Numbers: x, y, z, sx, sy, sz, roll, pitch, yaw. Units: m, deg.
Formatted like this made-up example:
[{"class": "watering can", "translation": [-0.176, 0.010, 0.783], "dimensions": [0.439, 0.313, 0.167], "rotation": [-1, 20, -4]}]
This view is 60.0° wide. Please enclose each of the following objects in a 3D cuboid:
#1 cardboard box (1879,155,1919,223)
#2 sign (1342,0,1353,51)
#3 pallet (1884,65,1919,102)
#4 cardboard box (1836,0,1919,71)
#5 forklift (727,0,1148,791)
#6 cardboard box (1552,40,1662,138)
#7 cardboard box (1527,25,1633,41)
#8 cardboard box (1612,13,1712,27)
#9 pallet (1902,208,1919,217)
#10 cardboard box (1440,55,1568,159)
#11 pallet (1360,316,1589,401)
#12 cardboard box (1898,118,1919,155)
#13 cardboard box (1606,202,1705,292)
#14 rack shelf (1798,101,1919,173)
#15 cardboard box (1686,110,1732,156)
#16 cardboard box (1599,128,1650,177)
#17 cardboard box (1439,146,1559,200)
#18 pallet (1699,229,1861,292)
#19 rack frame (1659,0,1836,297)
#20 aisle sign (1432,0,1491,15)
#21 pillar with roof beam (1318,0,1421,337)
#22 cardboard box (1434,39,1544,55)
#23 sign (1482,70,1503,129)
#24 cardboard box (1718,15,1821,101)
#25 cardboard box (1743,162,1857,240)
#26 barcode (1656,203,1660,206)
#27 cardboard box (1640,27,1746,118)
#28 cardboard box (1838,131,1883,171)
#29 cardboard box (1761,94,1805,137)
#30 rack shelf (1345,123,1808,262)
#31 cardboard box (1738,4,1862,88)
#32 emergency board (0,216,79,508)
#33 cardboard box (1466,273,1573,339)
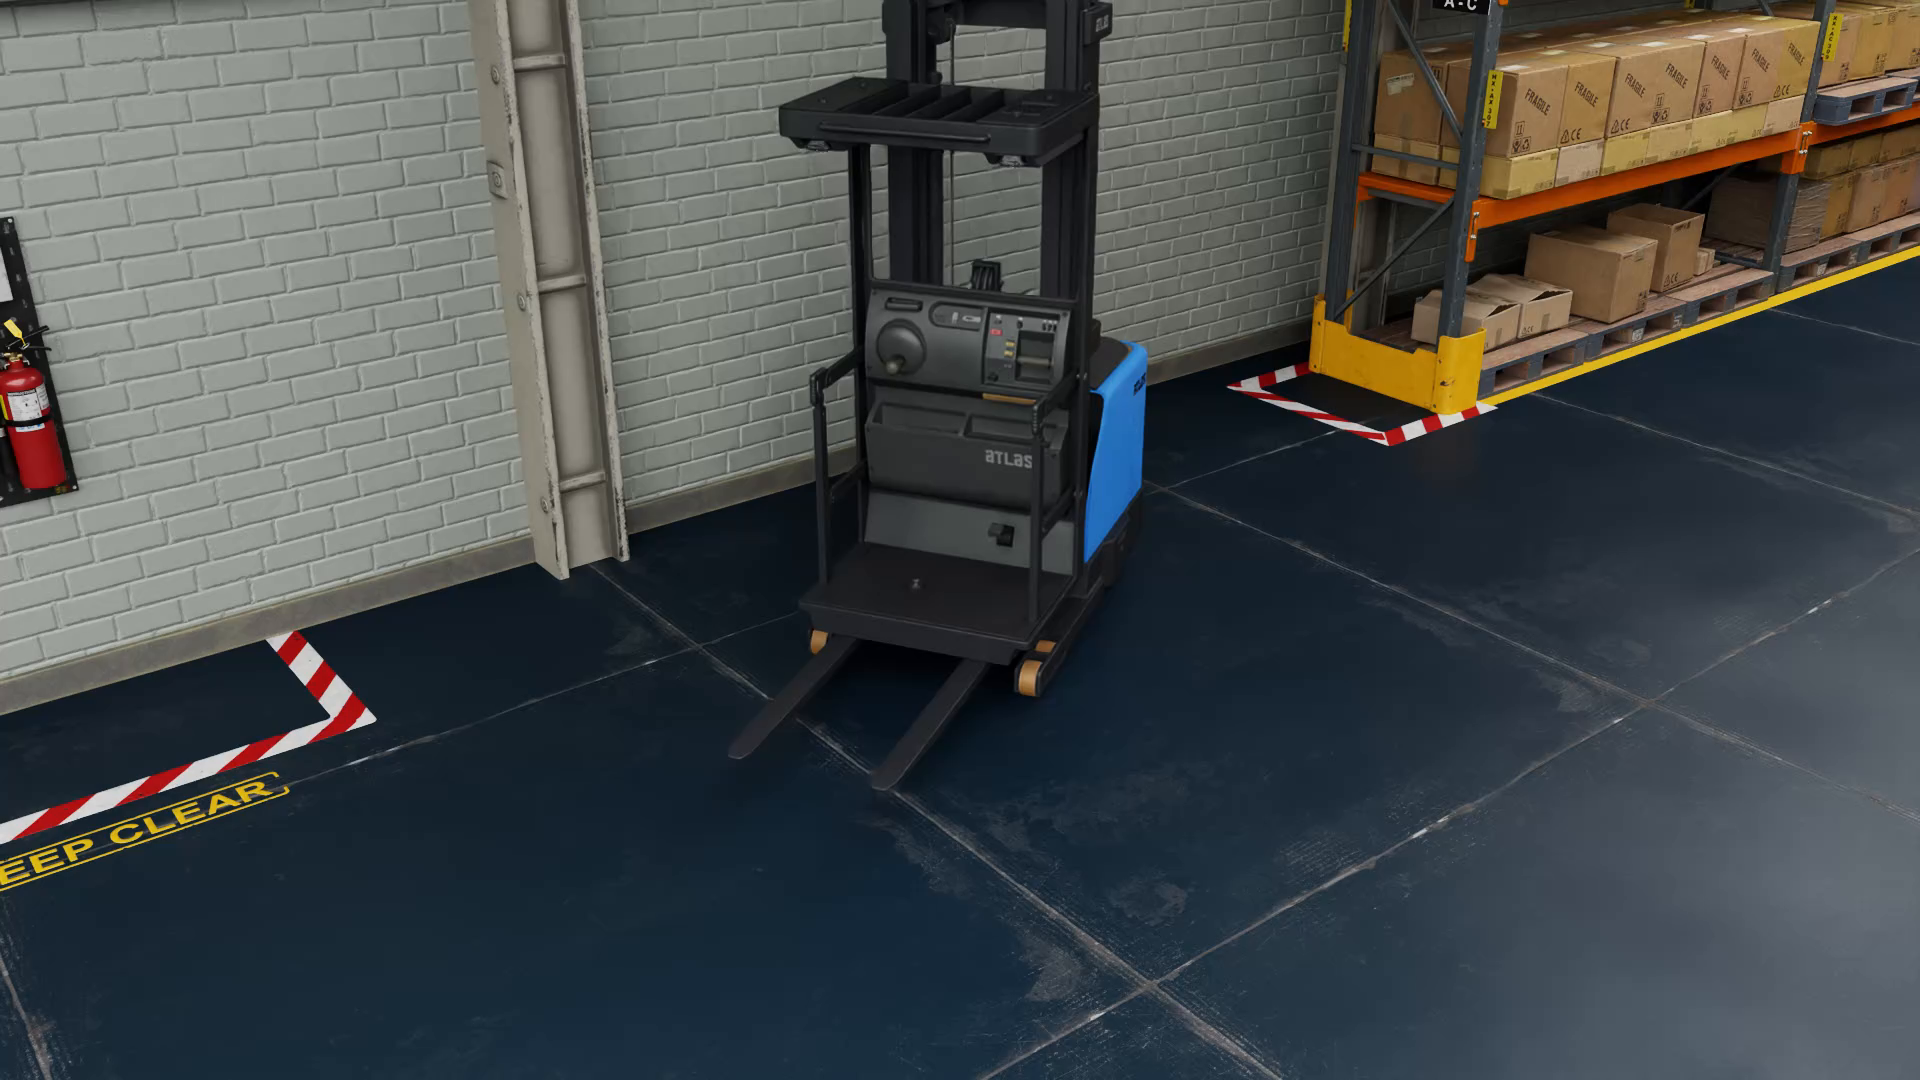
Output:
[{"class": "cardboard box", "translation": [7.674, -3.058, 14.224], "dimensions": [0.500, 0.500, 0.700], "rotation": [-18, 31, -34]}, {"class": "sign", "translation": [2.437, -3.210, 10.353], "dimensions": [0.005, 0.325, 0.100], "rotation": [-18, 31, -34]}, {"class": "pallet", "translation": [7.526, -3.816, 13.637], "dimensions": [1.213, 0.211, 1.003], "rotation": [-18, 31, -34]}, {"class": "cardboard box", "translation": [7.276, -4.082, 13.340], "dimensions": [0.500, 0.500, 0.700], "rotation": [-14, 28, -27]}, {"class": "forklift", "translation": [-0.048, -0.839, 7.075], "dimensions": [1.130, 2.935, 3.031], "rotation": [9, 26, 19]}, {"class": "cardboard box", "translation": [4.130, -2.916, 10.733], "dimensions": [0.500, 0.500, 0.500], "rotation": [-19, 31, -36]}, {"class": "cardboard box", "translation": [4.206, -3.221, 11.390], "dimensions": [0.500, 0.500, 0.500], "rotation": [-18, 30, -33]}, {"class": "cardboard box", "translation": [5.003, -3.487, 11.964], "dimensions": [0.500, 0.500, 0.500], "rotation": [-18, 31, -34]}, {"class": "pallet", "translation": [8.443, -2.963, 14.885], "dimensions": [1.213, 0.211, 1.003], "rotation": [-18, 31, -34]}, {"class": "cardboard box", "translation": [3.325, -2.658, 10.178], "dimensions": [0.500, 0.500, 0.500], "rotation": [-18, 31, -34]}, {"class": "pallet", "translation": [3.484, -1.307, 11.315], "dimensions": [1.213, 0.211, 1.003], "rotation": [-18, 31, -34]}, {"class": "cardboard box", "translation": [8.037, -3.505, 14.295], "dimensions": [0.500, 0.250, 0.500], "rotation": [-18, 30, -33]}, {"class": "cardboard box", "translation": [5.119, -2.175, 12.319], "dimensions": [0.500, 0.500, 0.500], "rotation": [-21, 32, -38]}, {"class": "rack shelf", "translation": [7.485, -3.585, 13.766], "dimensions": [4.000, 0.370, 1.077], "rotation": [-18, 31, -34]}, {"class": "cardboard box", "translation": [4.942, -2.847, 11.475], "dimensions": [0.500, 0.250, 0.500], "rotation": [-18, 31, -34]}, {"class": "cardboard box", "translation": [4.148, -2.585, 10.912], "dimensions": [0.500, 0.250, 0.500], "rotation": [-19, 31, -35]}, {"class": "cardboard box", "translation": [3.343, -2.315, 10.330], "dimensions": [0.500, 0.250, 0.500], "rotation": [-19, 31, -35]}, {"class": "pallet", "translation": [6.523, -2.330, 13.519], "dimensions": [1.213, 0.211, 1.003], "rotation": [-18, 31, -34]}, {"class": "rack frame", "translation": [5.911, -3.392, 12.495], "dimensions": [0.127, 3.000, 1.000], "rotation": [-18, 31, -34]}, {"class": "aisle sign", "translation": [2.892, -3.414, 9.455], "dimensions": [0.004, 0.787, 0.394], "rotation": [-18, 31, -34]}, {"class": "pillar with roof beam", "translation": [5.437, -4.116, 6.930], "dimensions": [0.400, 9.000, 9.100], "rotation": [-18, 31, -34]}, {"class": "cardboard box", "translation": [3.405, -2.954, 10.816], "dimensions": [0.500, 0.500, 0.500], "rotation": [-18, 30, -33]}, {"class": "sign", "translation": [3.098, -2.566, 9.687], "dimensions": [0.005, 0.325, 0.100], "rotation": [-18, 31, -34]}, {"class": "cardboard box", "translation": [5.730, -3.448, 11.879], "dimensions": [0.500, 0.500, 0.500], "rotation": [-18, 31, -34]}, {"class": "cardboard box", "translation": [6.856, -2.805, 13.678], "dimensions": [0.500, 0.500, 0.700], "rotation": [-19, 31, -35]}, {"class": "barcode", "translation": [5.338, -2.542, 12.730], "dimensions": [0.075, 0.075, 0.001], "rotation": [-18, 31, -34]}, {"class": "cardboard box", "translation": [4.938, -3.189, 11.322], "dimensions": [0.500, 0.500, 0.500], "rotation": [-19, 31, -35]}, {"class": "cardboard box", "translation": [7.232, -3.246, 13.738], "dimensions": [0.500, 0.250, 0.500], "rotation": [-19, 31, -35]}, {"class": "cardboard box", "translation": [5.725, -3.109, 12.041], "dimensions": [0.500, 0.250, 0.500], "rotation": [-18, 30, -34]}, {"class": "rack shelf", "translation": [4.337, -2.546, 11.527], "dimensions": [4.000, 0.370, 1.077], "rotation": [-18, 31, -34]}, {"class": "cardboard box", "translation": [6.333, -3.758, 12.642], "dimensions": [0.500, 0.500, 0.700], "rotation": [-18, 30, -34]}, {"class": "emergency board", "translation": [-3.909, -0.633, 6.551], "dimensions": [0.643, 1.169, 0.194], "rotation": [-18, 31, -34]}, {"class": "cardboard box", "translation": [3.812, -1.631, 11.372], "dimensions": [0.500, 0.311, 0.500], "rotation": [-15, 29, -30]}]
